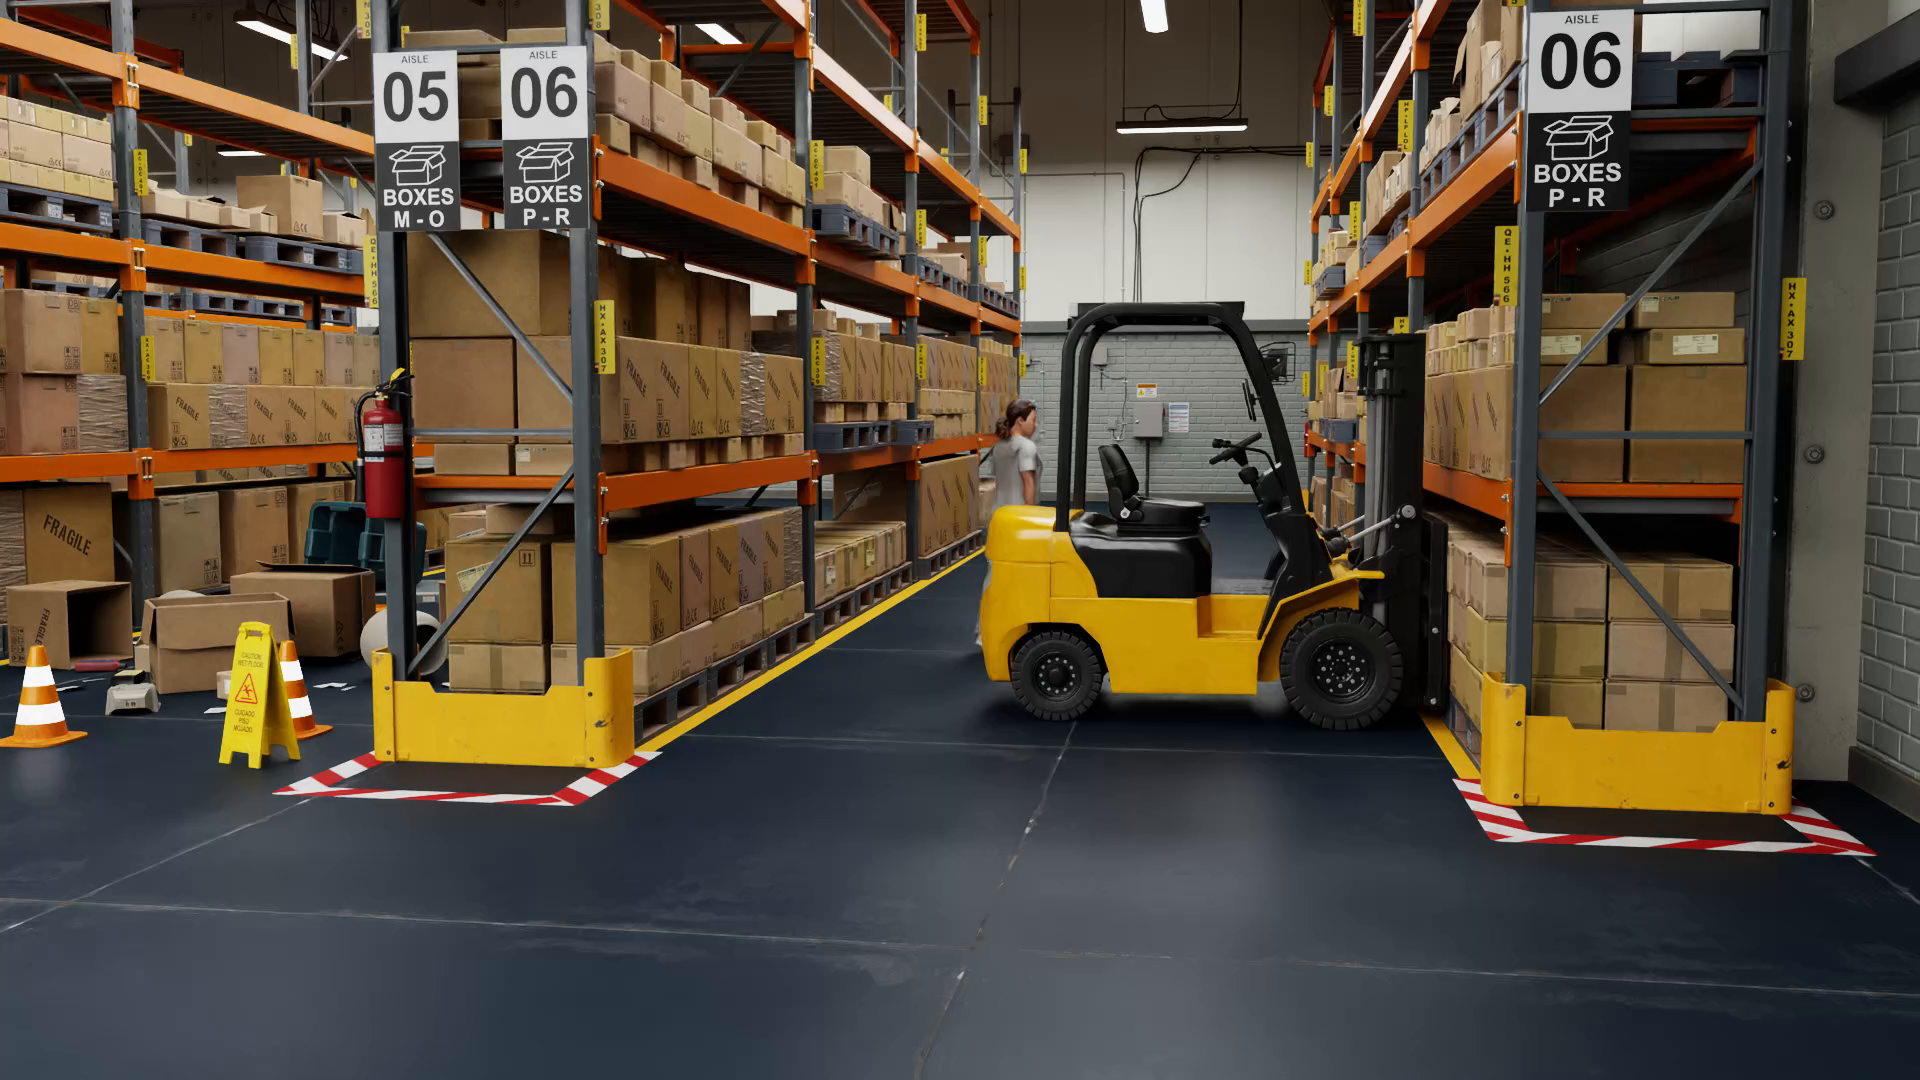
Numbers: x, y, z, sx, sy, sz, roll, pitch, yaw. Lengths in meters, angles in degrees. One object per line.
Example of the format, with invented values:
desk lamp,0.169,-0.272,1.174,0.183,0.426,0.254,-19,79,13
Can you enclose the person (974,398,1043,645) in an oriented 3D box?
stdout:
person,0.349,-0.085,11.090,0.637,1.714,0.462,-4,6,-42
